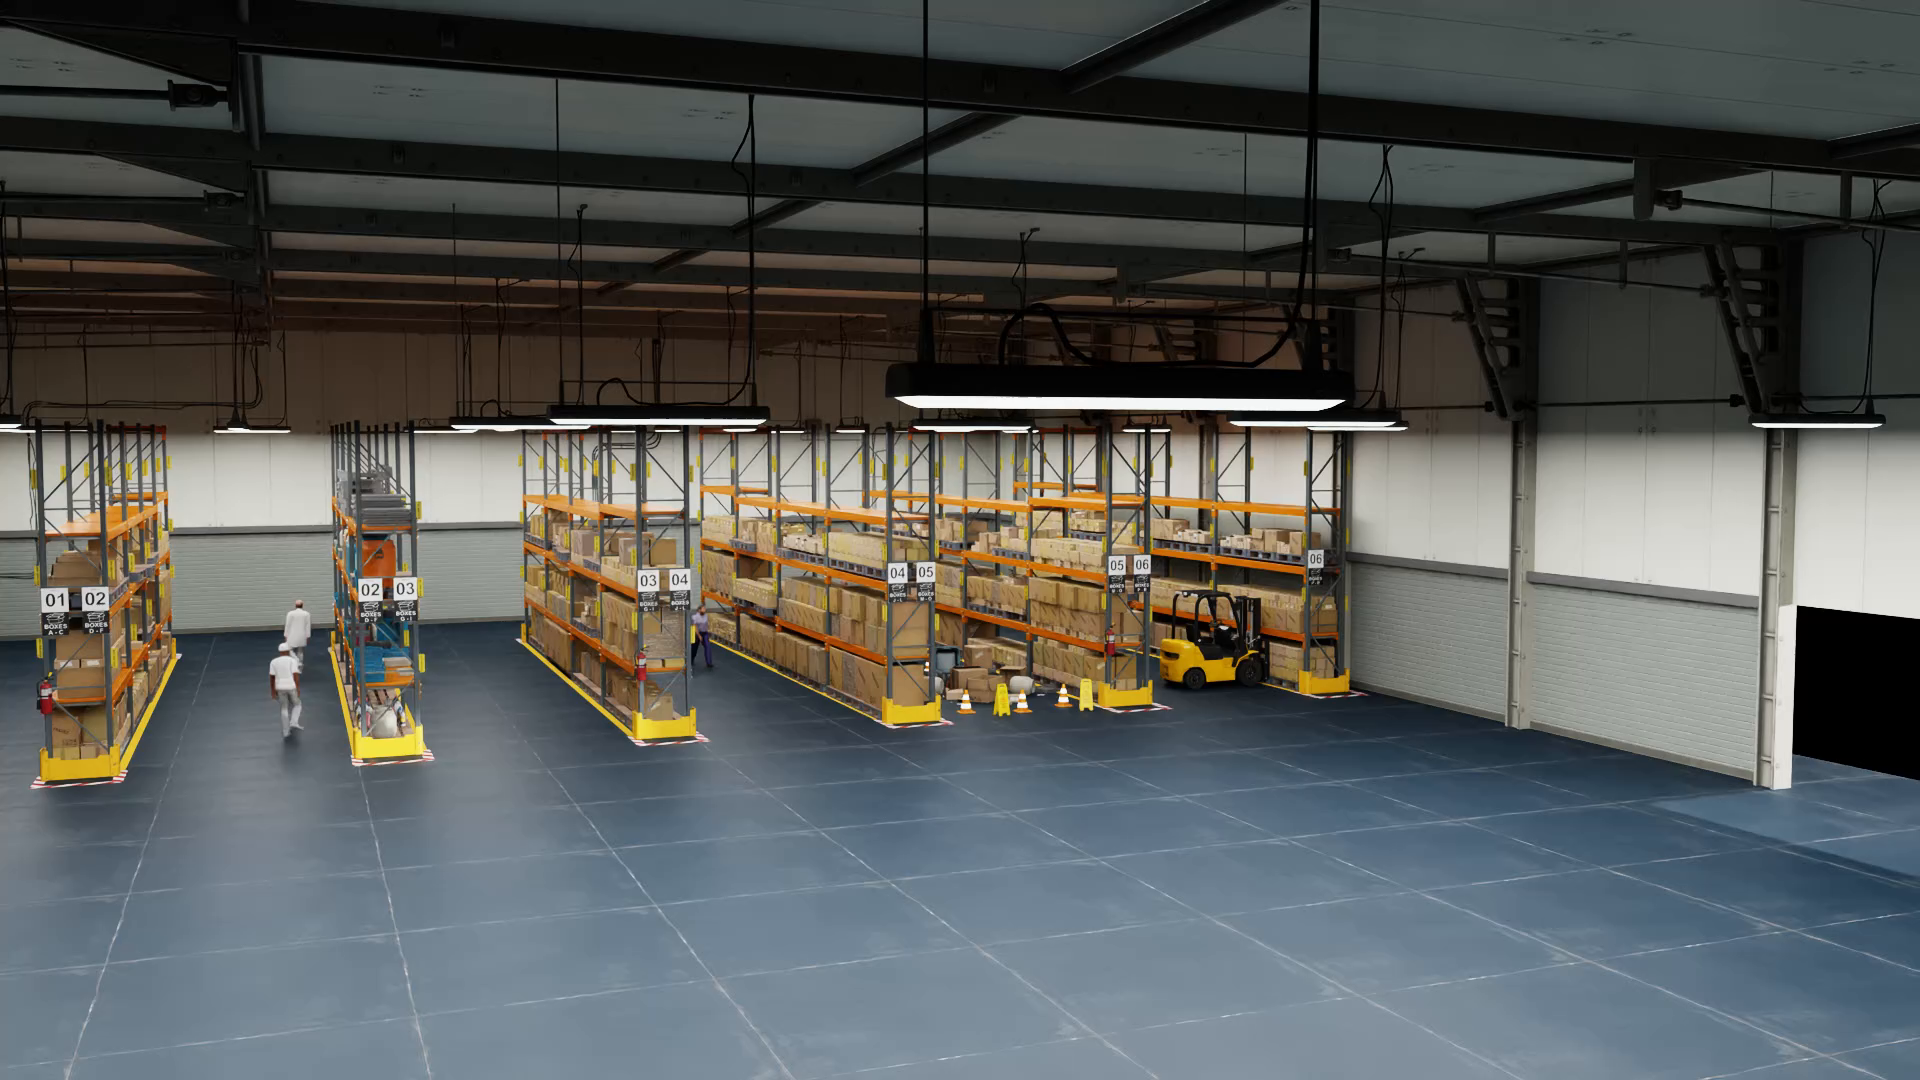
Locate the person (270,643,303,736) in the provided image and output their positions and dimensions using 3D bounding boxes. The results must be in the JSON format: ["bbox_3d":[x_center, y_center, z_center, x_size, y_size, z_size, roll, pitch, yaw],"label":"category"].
[{"bbox_3d":[-12.881,2.852,31.785,0.601,1.753,0.520,-1,4,-13],"label":"person"}]

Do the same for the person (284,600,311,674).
[{"bbox_3d":[-15.860,2.332,39.853,0.605,1.775,0.613,-2,4,-34],"label":"person"}]

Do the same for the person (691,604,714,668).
[{"bbox_3d":[-6.383,2.369,41.108,0.470,1.544,1.095,-3,4,-35],"label":"person"}]

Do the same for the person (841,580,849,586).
[{"bbox_3d":[-3.201,1.967,46.743,0.404,1.774,0.579,1,4,18],"label":"person"}]
